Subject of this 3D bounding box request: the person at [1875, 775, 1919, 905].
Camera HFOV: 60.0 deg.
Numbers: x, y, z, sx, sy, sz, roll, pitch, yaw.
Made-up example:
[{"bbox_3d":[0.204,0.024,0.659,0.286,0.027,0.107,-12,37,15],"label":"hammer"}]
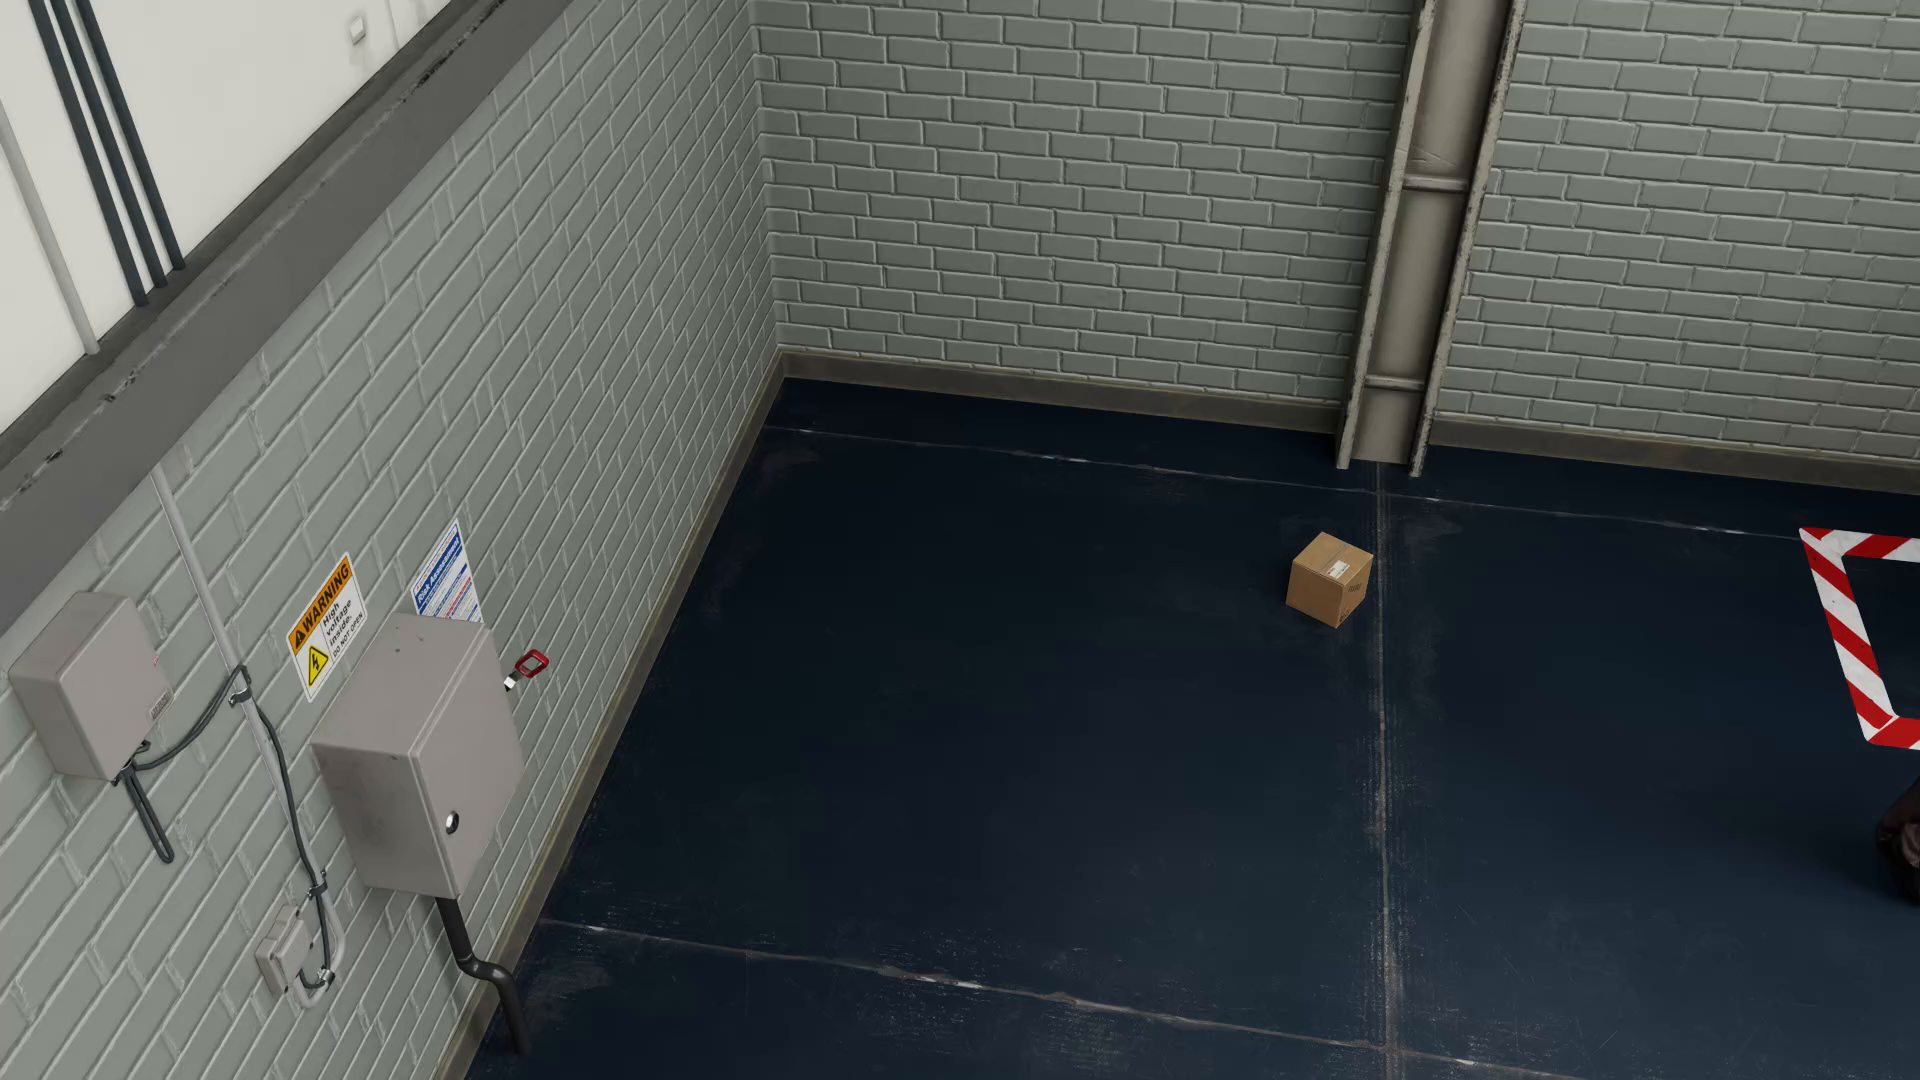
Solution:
[{"bbox_3d":[3.525,0.563,5.498,0.453,1.746,0.536,20,44,22],"label":"person"}]
